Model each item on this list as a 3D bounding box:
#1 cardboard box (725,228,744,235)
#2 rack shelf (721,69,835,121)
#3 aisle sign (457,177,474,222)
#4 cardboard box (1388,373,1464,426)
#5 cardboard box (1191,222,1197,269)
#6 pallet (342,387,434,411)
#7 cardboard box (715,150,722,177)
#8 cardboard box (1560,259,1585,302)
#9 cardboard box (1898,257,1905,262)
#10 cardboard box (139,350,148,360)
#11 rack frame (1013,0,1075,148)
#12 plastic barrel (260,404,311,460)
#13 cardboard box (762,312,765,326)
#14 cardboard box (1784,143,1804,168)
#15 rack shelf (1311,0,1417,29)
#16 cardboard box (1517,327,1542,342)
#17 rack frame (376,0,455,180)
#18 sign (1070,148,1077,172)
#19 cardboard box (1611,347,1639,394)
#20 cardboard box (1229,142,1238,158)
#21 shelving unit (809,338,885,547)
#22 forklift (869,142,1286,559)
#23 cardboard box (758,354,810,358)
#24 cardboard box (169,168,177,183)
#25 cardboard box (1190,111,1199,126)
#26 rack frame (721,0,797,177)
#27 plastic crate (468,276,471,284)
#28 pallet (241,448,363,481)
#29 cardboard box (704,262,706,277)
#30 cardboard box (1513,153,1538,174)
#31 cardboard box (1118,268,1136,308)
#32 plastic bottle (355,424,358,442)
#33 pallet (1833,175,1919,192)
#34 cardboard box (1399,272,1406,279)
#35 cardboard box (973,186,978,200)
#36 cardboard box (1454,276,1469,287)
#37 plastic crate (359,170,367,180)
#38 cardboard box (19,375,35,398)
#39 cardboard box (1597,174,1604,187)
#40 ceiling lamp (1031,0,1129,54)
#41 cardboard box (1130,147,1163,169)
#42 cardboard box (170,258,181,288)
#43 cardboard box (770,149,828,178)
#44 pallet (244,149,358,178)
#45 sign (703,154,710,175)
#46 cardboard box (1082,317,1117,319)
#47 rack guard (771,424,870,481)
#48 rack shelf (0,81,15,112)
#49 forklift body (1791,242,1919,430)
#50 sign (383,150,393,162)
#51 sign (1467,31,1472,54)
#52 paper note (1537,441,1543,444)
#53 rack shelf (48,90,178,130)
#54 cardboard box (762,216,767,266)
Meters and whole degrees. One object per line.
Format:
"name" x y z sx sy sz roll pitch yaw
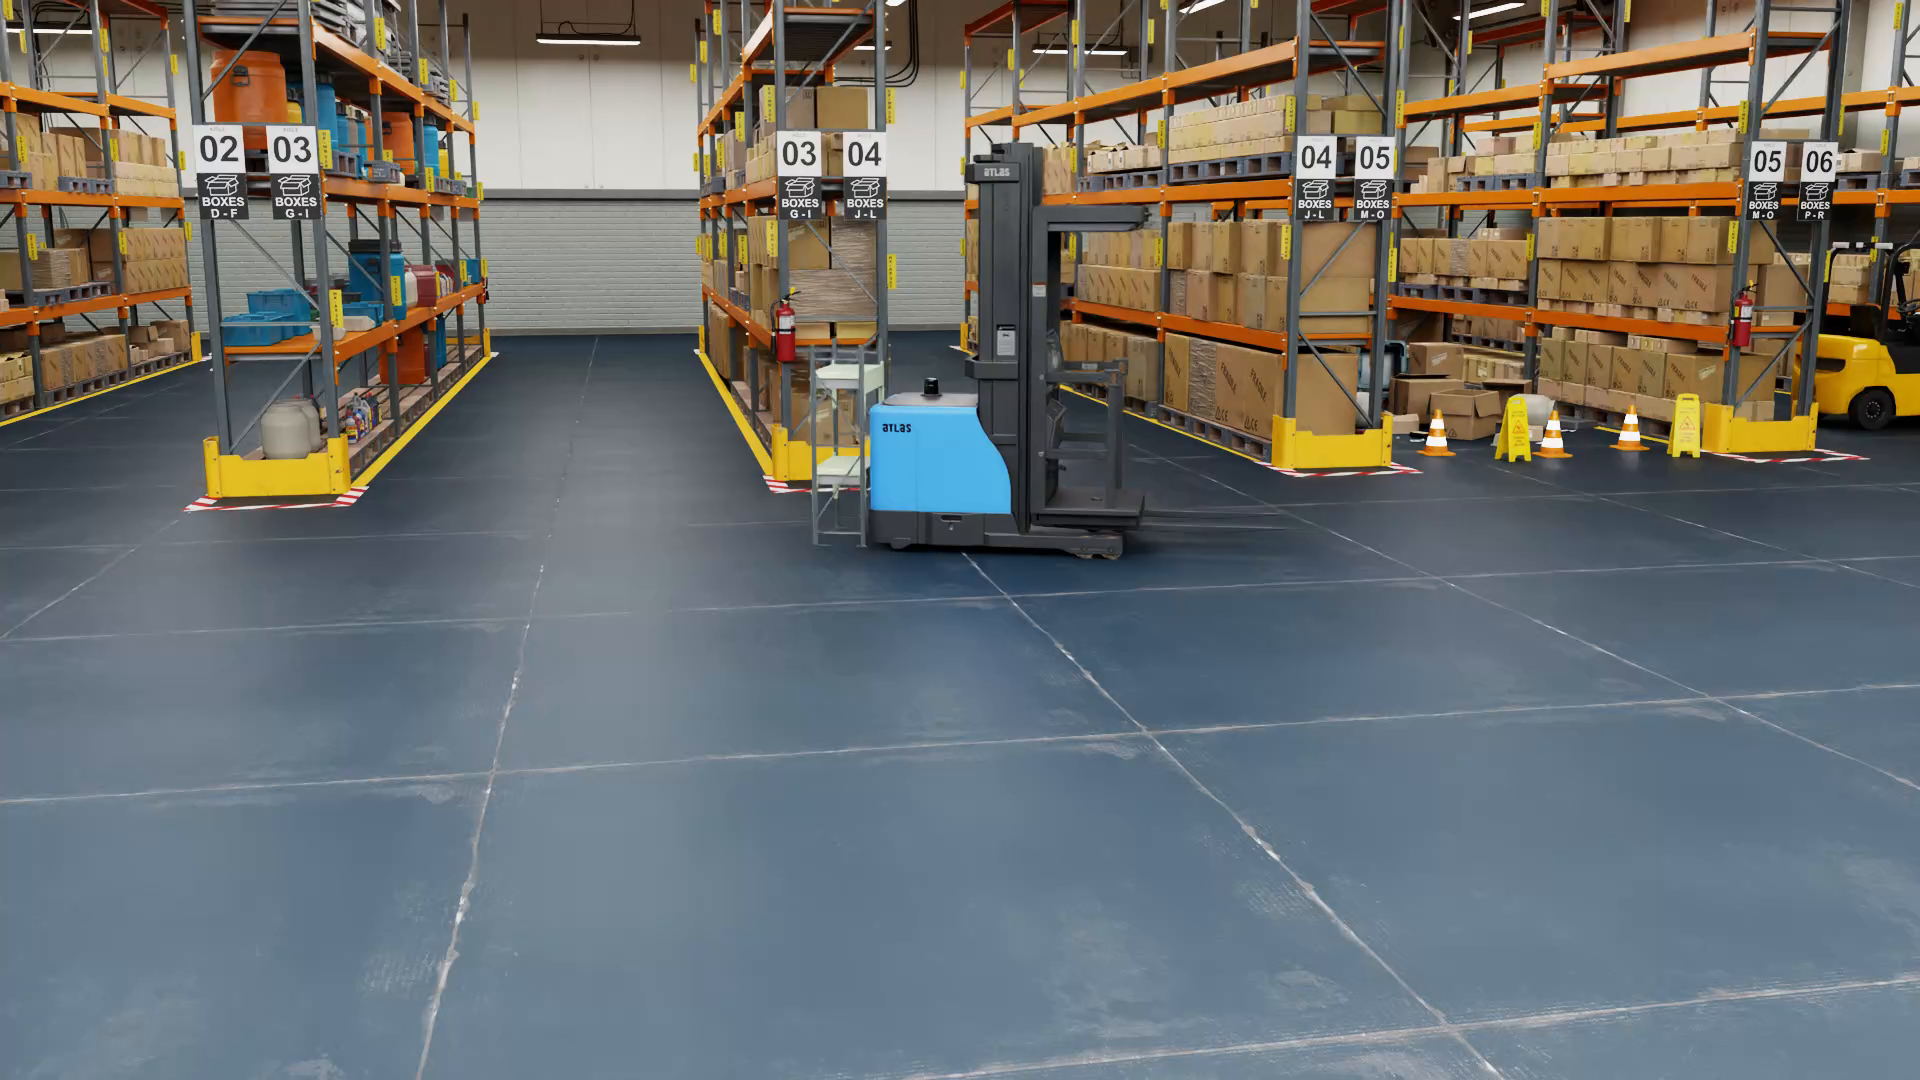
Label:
"cardboard box" -3.259 -4.565 25.708 0.797 0.503 0.637 -2 11 -10
"rack shelf" -2.346 -5.563 20.851 1.077 0.370 4.000 -2 11 -11
"aisle sign" -8.876 -6.121 29.879 0.394 0.787 0.004 -2 11 -11
"cardboard box" 5.527 -1.667 19.748 0.797 0.637 0.503 -2 11 -11
"cardboard box" 3.187 -3.399 19.245 0.875 0.550 0.550 -2 11 -11
"pallet" -7.481 -1.839 21.795 1.003 0.211 1.213 -2 11 -11
"cardboard box" -3.724 -6.186 27.493 0.700 0.500 0.500 -3 11 -14
"cardboard box" 7.696 -3.173 20.280 0.500 0.500 0.500 -2 11 -11
"cardboard box" 12.436 -3.640 21.798 0.380 0.149 0.250 -2 11 -12
"cardboard box" -13.279 -2.974 26.701 0.380 0.166 0.250 -2 11 -11
"rack frame" 1.372 -7.375 27.378 1.000 3.000 0.127 -2 11 -11
"plastic barrel" -6.241 -0.987 15.392 0.421 0.512 0.421 0 11 0
"cardboard box" -1.906 -2.351 17.696 0.380 0.149 0.250 -2 11 -11
"cardboard box" 8.705 -4.074 17.660 0.500 0.250 0.500 -2 11 -12
"rack shelf" 6.597 -8.486 26.251 1.077 0.370 4.000 -2 11 -11
"cardboard box" 10.610 -3.828 30.975 0.396 0.266 0.258 -2 11 -9
"rack frame" -8.372 -7.033 25.582 1.000 3.000 0.127 -2 11 -11
"sign" 1.617 -5.403 23.654 0.100 0.325 0.005 -2 11 -11
"cardboard box" 7.934 -1.976 19.279 0.500 0.500 0.500 -2 11 -12
"cardboard box" 3.062 -4.114 17.550 0.380 0.149 0.250 -2 11 -11
"shelving unit" -0.848 -0.758 12.666 0.431 1.500 0.755 2 11 8
"forklift" 0.889 -1.407 12.249 3.031 2.935 1.130 2 11 8
"cardboard box" -2.239 -2.091 21.171 0.700 0.500 0.500 -3 11 -16
"cardboard box" -13.659 -6.201 28.295 0.500 0.250 0.500 -2 11 -11
"cardboard box" 2.814 -4.739 18.700 0.380 0.149 0.250 -2 11 -12
"rack frame" -2.735 -6.480 22.674 1.000 3.000 0.127 -2 11 -11
"plastic crate" -8.813 -4.577 29.265 0.396 0.136 0.243 -2 11 -11
"pallet" -6.251 -0.677 15.688 1.003 0.211 1.213 -2 11 -11
"cardboard box" -4.261 -4.787 29.431 0.500 0.250 0.500 -2 11 -13
"cardboard box" 7.508 -4.867 21.503 0.500 0.250 0.500 -2 11 -12
"cardboard box" 2.367 -3.281 21.647 0.500 0.500 0.500 -2 11 -10
"plastic bottle" -6.105 -1.090 16.706 0.097 0.201 0.097 0 11 0
"pallet" 12.447 -4.881 22.810 0.805 0.209 1.217 -3 11 -13
"cardboard box" 6.642 -4.145 25.513 0.500 0.250 0.500 -2 11 -11
"cardboard box" 0.528 -6.373 30.537 0.500 0.250 0.500 -2 11 -9
"cardboard box" 7.133 -3.611 23.197 0.380 0.149 0.250 -2 11 -9
"plastic crate" -6.107 -3.683 16.708 0.243 0.136 0.396 -2 11 -11
"cardboard box" -12.111 -1.941 21.103 0.500 0.250 0.500 -2 11 -10
"cardboard box" 7.787 -4.255 19.680 0.380 0.149 0.250 -2 11 -13
"ceiling lamp" 2.529 -11.579 33.853 2.000 3.185 0.800 -2 11 -11
"cardboard box" 2.472 -4.835 21.063 0.500 0.250 0.500 -2 11 -11
"cardboard box" -13.551 -4.522 28.166 0.500 0.500 0.500 -2 11 -11
"cardboard box" -1.522 -3.544 15.675 0.500 0.250 0.500 -2 11 -10
"pallet" -6.103 -3.421 15.132 1.003 0.211 1.213 -2 11 -11
"sign" -4.057 -6.012 26.645 0.100 0.325 0.005 -2 11 -11
"cardboard box" 2.154 -3.269 25.408 0.500 0.250 0.500 -2 11 -12
"rack guard" -1.194 -0.851 15.833 1.175 0.500 0.348 -2 11 -11
"rack shelf" -12.064 -5.204 18.962 1.077 0.370 4.000 -2 11 -11
"forklift body" 11.251 -2.471 19.929 2.313 2.155 1.214 -2 11 -11
"sign" -6.274 -4.115 18.247 0.100 0.325 0.005 -2 11 -11
"sign" 7.516 -7.359 24.585 0.100 0.325 0.005 -2 11 -11
"paper note" 6.405 -1.068 18.227 0.148 0.019 0.142 -6 13 -31
"rack shelf" -13.620 -6.866 26.634 1.077 0.370 4.000 -2 11 -11
"cardboard box" -1.726 -3.027 16.841 0.500 0.500 0.500 -2 11 -11
